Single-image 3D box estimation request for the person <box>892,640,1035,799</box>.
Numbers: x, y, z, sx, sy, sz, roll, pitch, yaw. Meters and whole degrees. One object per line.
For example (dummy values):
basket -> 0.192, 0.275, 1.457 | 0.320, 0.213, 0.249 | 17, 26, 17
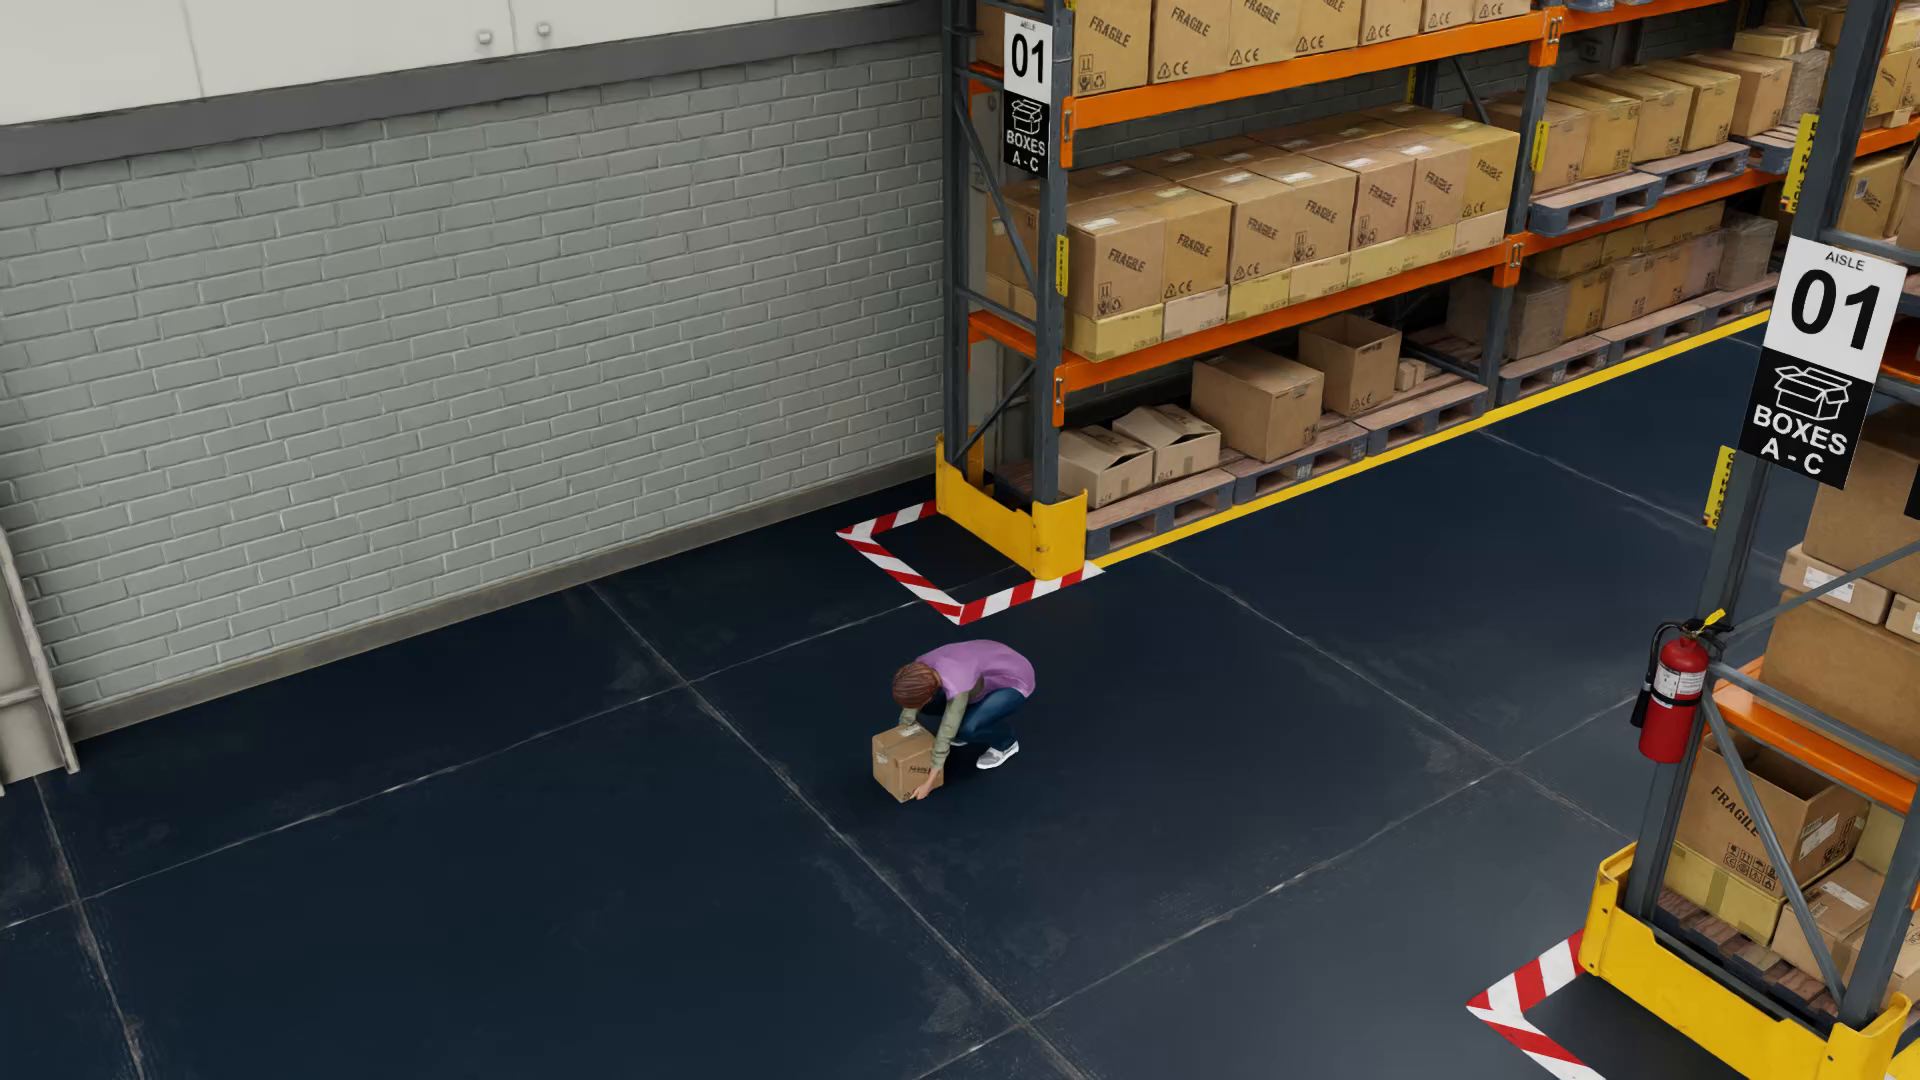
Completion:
person -> 0.005, 0.820, 8.152 | 0.834, 0.770, 0.431 | -19, 34, -31
